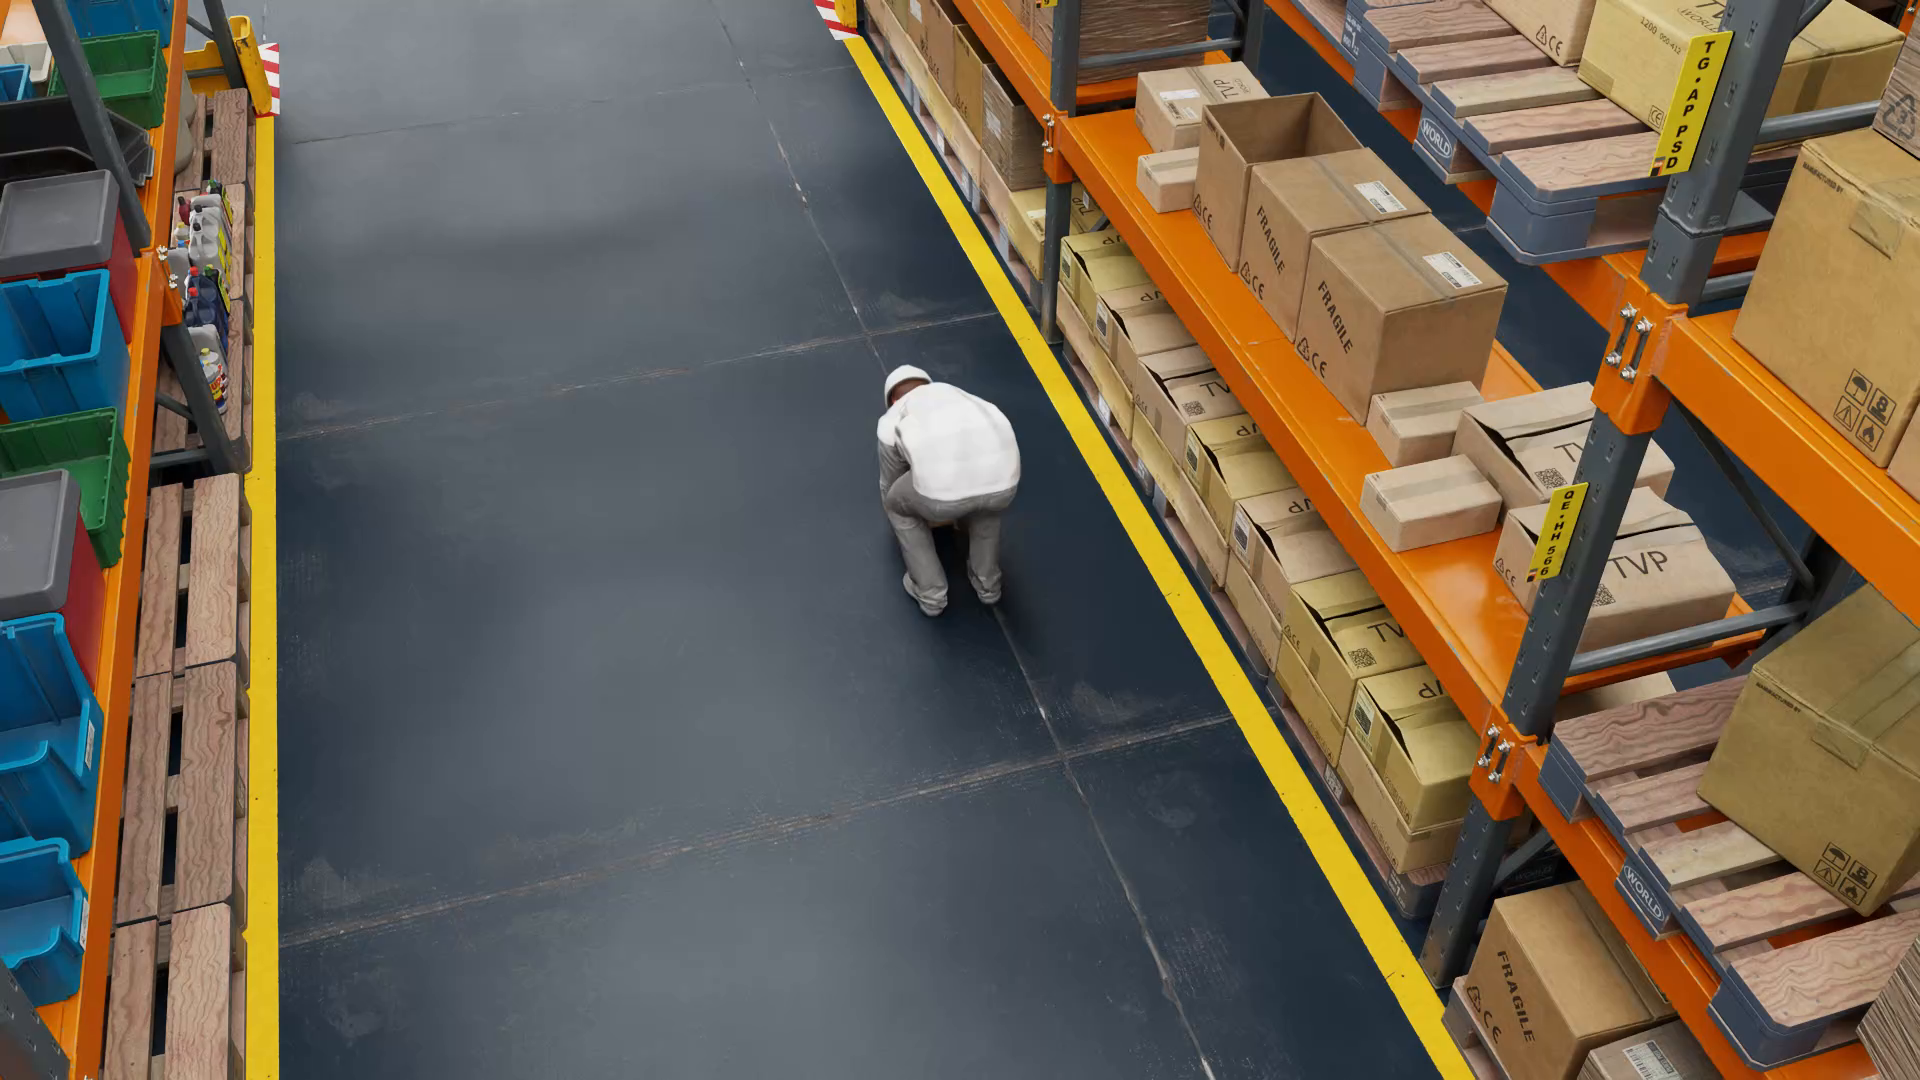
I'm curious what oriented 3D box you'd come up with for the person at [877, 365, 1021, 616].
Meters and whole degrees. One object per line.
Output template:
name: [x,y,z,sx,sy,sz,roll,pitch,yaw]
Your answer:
person: [-0.093,-0.271,7.028,0.506,0.988,0.997,-14,44,-15]
